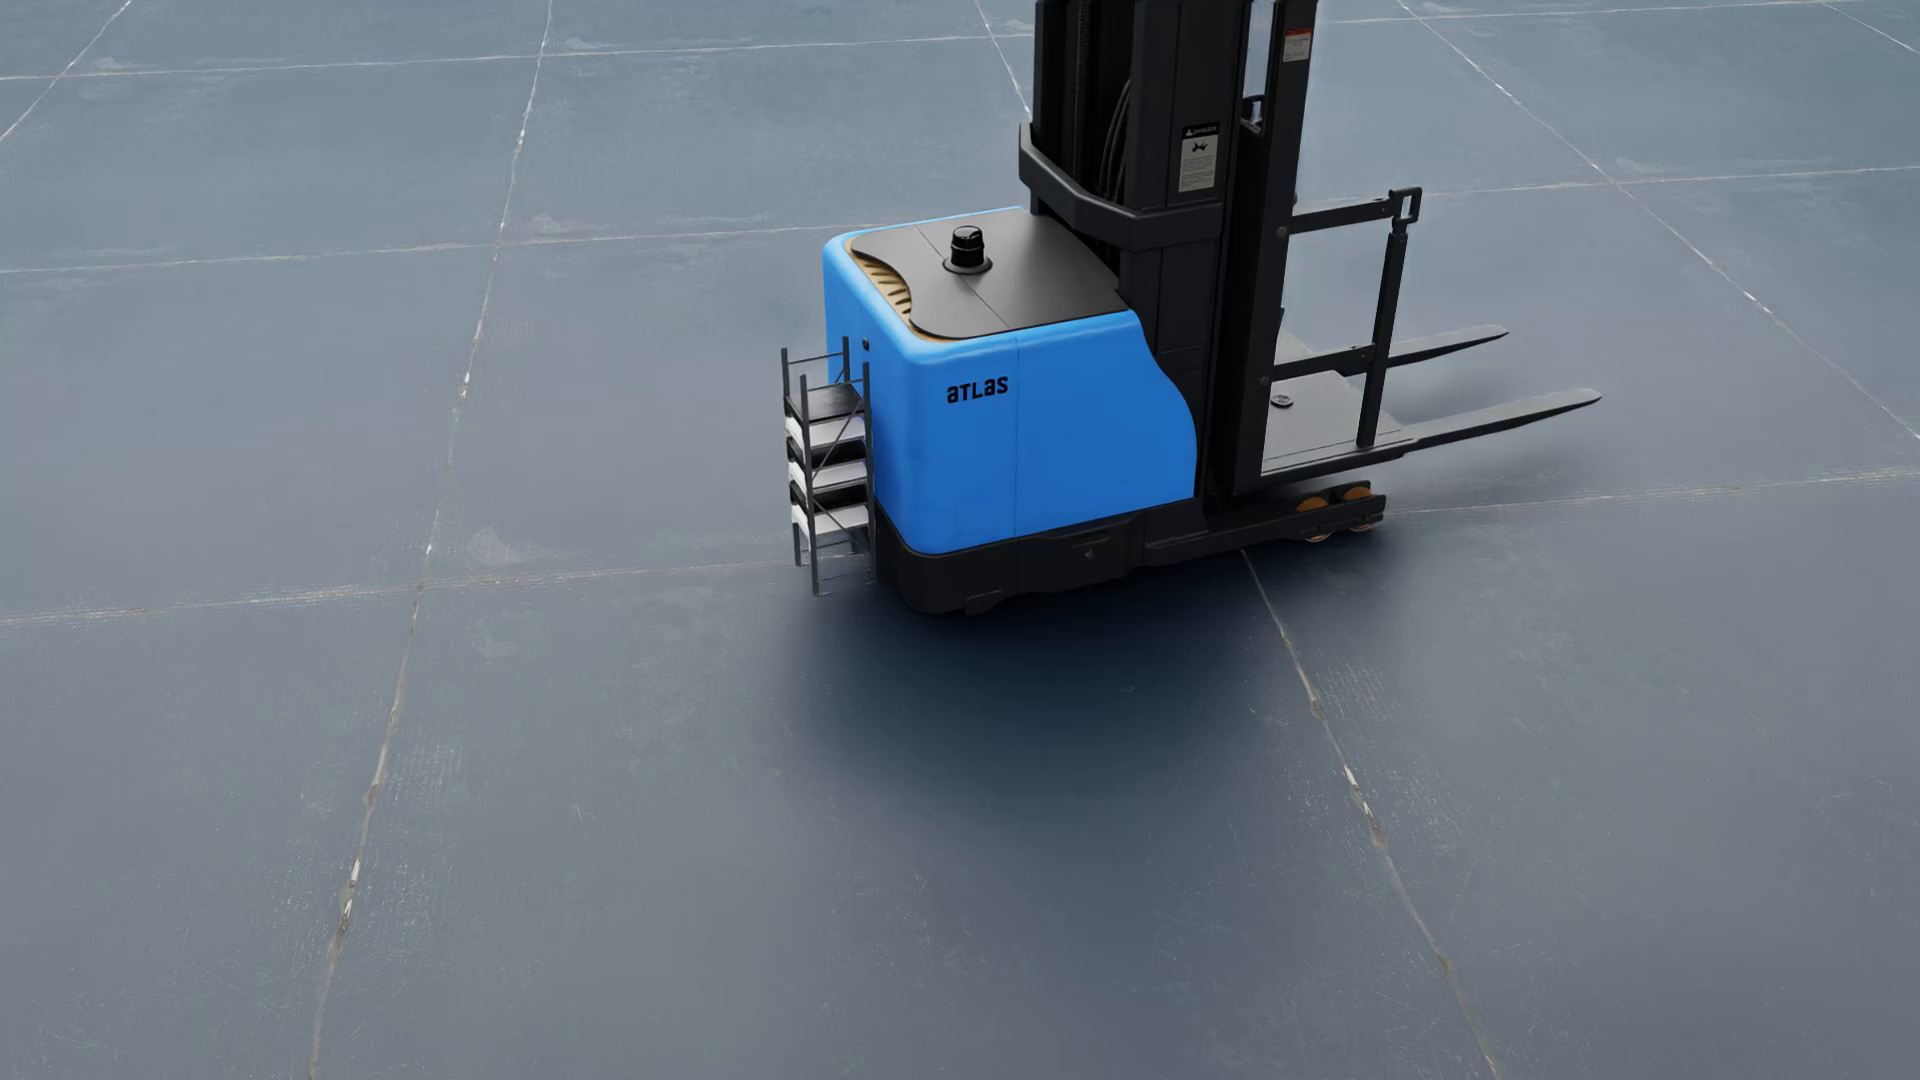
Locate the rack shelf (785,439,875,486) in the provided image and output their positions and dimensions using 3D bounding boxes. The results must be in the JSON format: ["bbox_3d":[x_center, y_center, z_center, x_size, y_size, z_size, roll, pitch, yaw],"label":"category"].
[{"bbox_3d":[-0.453,-0.293,5.780,0.258,0.077,0.200,-13,36,-19],"label":"rack shelf"}]

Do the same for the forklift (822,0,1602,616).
[{"bbox_3d":[1.063,-1.467,5.800,3.031,2.935,1.130,-13,36,-18],"label":"forklift"}]

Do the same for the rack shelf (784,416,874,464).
[{"bbox_3d":[-0.453,-0.367,5.729,0.258,0.077,0.200,-13,36,-19],"label":"rack shelf"}]

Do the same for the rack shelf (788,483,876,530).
[{"bbox_3d":[-0.453,-0.144,5.881,0.258,0.077,0.200,-13,36,-19],"label":"rack shelf"}]

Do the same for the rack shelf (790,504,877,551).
[{"bbox_3d":[-0.453,-0.070,5.932,0.258,0.077,0.200,-13,36,-19],"label":"rack shelf"}]

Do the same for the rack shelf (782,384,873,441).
[{"bbox_3d":[-0.453,-0.442,5.679,0.258,0.077,0.200,-13,36,-19],"label":"rack shelf"}]

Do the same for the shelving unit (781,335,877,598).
[{"bbox_3d":[-0.453,-0.246,5.812,0.258,0.900,0.210,-13,36,-19],"label":"shelving unit"}]

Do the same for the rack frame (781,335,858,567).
[{"bbox_3d":[-0.493,-0.299,5.889,0.240,0.900,0.006,-13,36,-19],"label":"rack frame"}]

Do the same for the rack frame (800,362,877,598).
[{"bbox_3d":[-0.414,-0.193,5.735,0.240,0.900,0.006,-13,36,-19],"label":"rack frame"}]

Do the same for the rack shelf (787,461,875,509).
[{"bbox_3d":[-0.453,-0.219,5.831,0.258,0.077,0.200,-13,36,-19],"label":"rack shelf"}]
